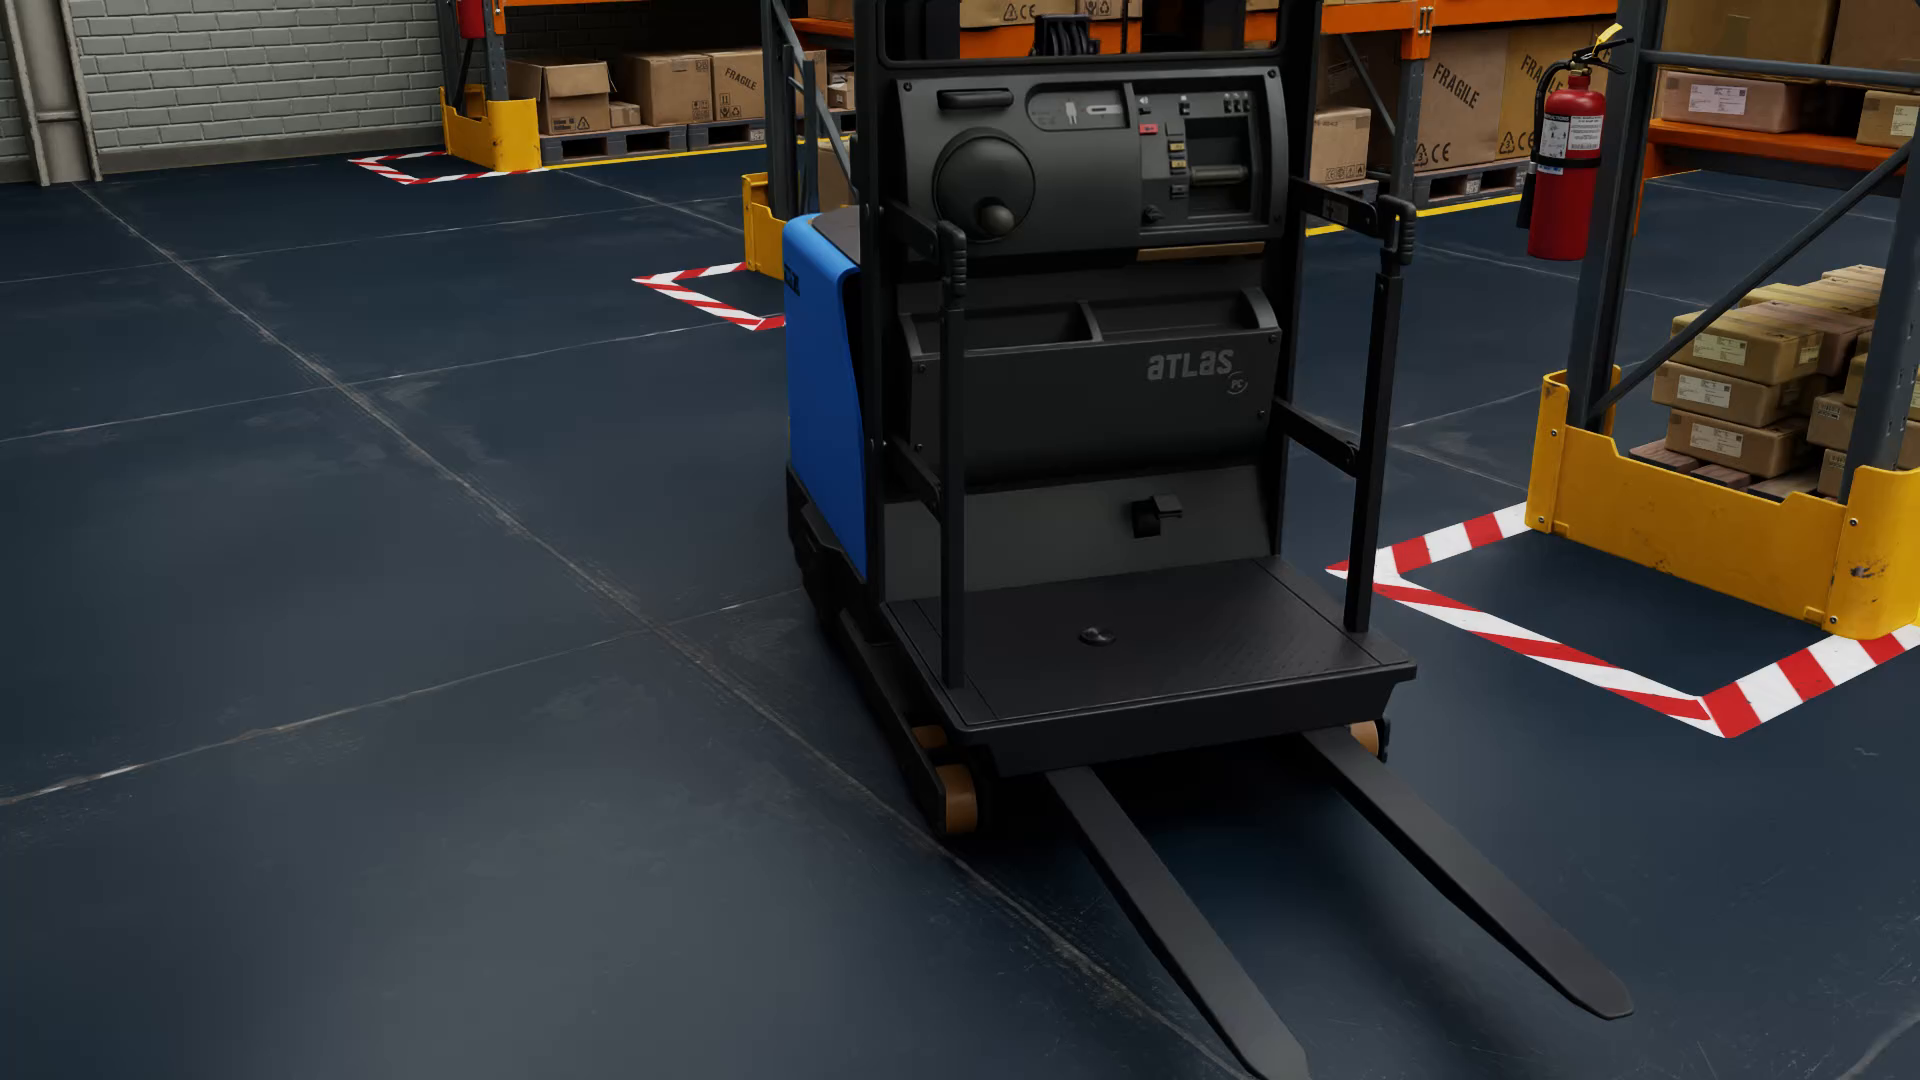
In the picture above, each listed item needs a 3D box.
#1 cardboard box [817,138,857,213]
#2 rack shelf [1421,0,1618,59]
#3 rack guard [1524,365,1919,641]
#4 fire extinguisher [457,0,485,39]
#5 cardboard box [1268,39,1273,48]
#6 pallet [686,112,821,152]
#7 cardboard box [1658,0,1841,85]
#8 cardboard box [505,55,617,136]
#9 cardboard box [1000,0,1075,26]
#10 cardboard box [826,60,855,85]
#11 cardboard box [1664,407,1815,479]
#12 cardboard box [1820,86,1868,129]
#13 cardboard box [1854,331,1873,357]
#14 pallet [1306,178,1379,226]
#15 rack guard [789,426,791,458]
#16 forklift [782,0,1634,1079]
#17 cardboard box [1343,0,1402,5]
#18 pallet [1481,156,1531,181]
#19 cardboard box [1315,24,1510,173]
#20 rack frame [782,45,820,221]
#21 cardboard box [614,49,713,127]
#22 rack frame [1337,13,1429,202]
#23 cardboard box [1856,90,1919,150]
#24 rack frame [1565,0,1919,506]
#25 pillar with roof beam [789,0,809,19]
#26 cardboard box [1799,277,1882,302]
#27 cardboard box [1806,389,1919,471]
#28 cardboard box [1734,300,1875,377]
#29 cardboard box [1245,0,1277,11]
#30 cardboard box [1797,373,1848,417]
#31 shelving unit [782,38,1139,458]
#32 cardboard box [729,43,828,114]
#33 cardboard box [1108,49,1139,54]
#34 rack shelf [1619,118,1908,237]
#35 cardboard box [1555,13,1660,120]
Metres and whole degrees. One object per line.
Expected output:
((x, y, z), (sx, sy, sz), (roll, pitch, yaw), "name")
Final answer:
((-0.225, -1.941, 9.104), (0.875, 0.438, 0.875), (-16, 27, -35), "cardboard box")
((4.169, -3.728, 11.662), (4.000, 0.370, 1.077), (-15, 26, -33), "rack shelf")
((2.333, -0.151, 5.101), (0.348, 0.500, 1.175), (-15, 26, -33), "rack guard")
((-3.453, -3.876, 11.669), (0.183, 0.674, 0.296), (-15, 26, -33), "fire extinguisher")
((3.404, -5.210, 17.044), (0.625, 0.625, 0.875), (-14, 26, -31), "cardboard box")
((-1.906, -3.412, 13.663), (1.213, 0.211, 1.003), (-15, 26, -33), "pallet")
((2.486, -1.655, 4.961), (0.500, 0.500, 0.500), (-14, 26, -32), "cardboard box")
((-3.052, -3.395, 12.659), (0.637, 0.503, 0.797), (-16, 27, -35), "cardboard box")
((0.250, -2.945, 8.594), (0.500, 0.500, 0.500), (-15, 26, -34), "cardboard box")
((-1.031, -3.996, 14.424), (0.500, 0.311, 0.500), (-14, 26, -31), "cardboard box")
((2.577, -0.343, 5.490), (0.250, 0.149, 0.380), (-14, 26, -32), "cardboard box")
((2.594, -1.377, 5.140), (0.250, 0.149, 0.380), (-15, 26, -33), "cardboard box")
((3.048, -0.550, 5.205), (0.250, 0.149, 0.380), (-14, 26, -32), "cardboard box")
((1.882, -2.193, 10.607), (1.213, 0.211, 1.003), (-15, 26, -33), "pallet")
((-0.495, -0.217, 5.604), (0.087, 0.250, 0.587), (-5, 22, -12), "rack guard")
((0.378, -0.860, 3.596), (1.130, 2.935, 3.031), (-6, 23, -16), "forklift")
((2.318, -3.498, 9.981), (0.500, 0.500, 0.500), (-15, 26, -32), "cardboard box")
((4.119, -2.789, 12.101), (1.213, 0.211, 1.003), (-15, 26, -33), "pallet")
((3.002, -2.995, 11.156), (0.875, 0.875, 0.875), (-14, 26, -31), "cardboard box")
((-0.496, -0.798, 5.372), (0.032, 1.500, 0.500), (-5, 22, -12), "rack frame")
((-2.335, -3.567, 13.094), (0.500, 0.500, 0.700), (-14, 26, -31), "cardboard box")
((2.545, -3.629, 10.443), (0.127, 3.000, 1.000), (-15, 26, -33), "rack frame")
((2.725, -1.151, 4.572), (0.250, 0.149, 0.380), (-15, 26, -33), "cardboard box")
((2.271, -1.296, 4.596), (0.127, 3.000, 1.000), (-15, 26, -33), "rack frame")
((1.066, -6.733, 10.128), (0.400, 9.000, 9.100), (-15, 26, -33), "pillar with roof beam")
((3.174, -0.802, 5.837), (0.250, 0.149, 0.380), (-16, 27, -35), "cardboard box")
((2.846, -0.341, 5.083), (0.250, 0.149, 0.380), (-14, 26, -31), "cardboard box")
((2.790, -0.671, 5.508), (0.250, 0.149, 0.380), (-14, 26, -32), "cardboard box")
((1.504, -3.272, 9.414), (0.500, 0.500, 0.500), (-15, 26, -34), "cardboard box")
((2.776, -0.545, 5.595), (0.250, 0.149, 0.380), (-16, 27, -34), "cardboard box")
((-0.010, -0.840, 5.477), (1.083, 1.500, 0.587), (-5, 22, -12), "shelving unit")
((-1.493, -3.792, 13.657), (0.500, 0.500, 0.700), (-16, 27, -35), "cardboard box")
((1.426, -4.528, 15.502), (0.500, 0.500, 0.500), (-16, 27, -35), "cardboard box")
((3.895, -1.395, 5.815), (4.000, 0.370, 1.077), (-15, 26, -33), "rack shelf")
((4.456, -3.387, 12.136), (0.875, 0.875, 0.875), (-15, 26, -32), "cardboard box")
